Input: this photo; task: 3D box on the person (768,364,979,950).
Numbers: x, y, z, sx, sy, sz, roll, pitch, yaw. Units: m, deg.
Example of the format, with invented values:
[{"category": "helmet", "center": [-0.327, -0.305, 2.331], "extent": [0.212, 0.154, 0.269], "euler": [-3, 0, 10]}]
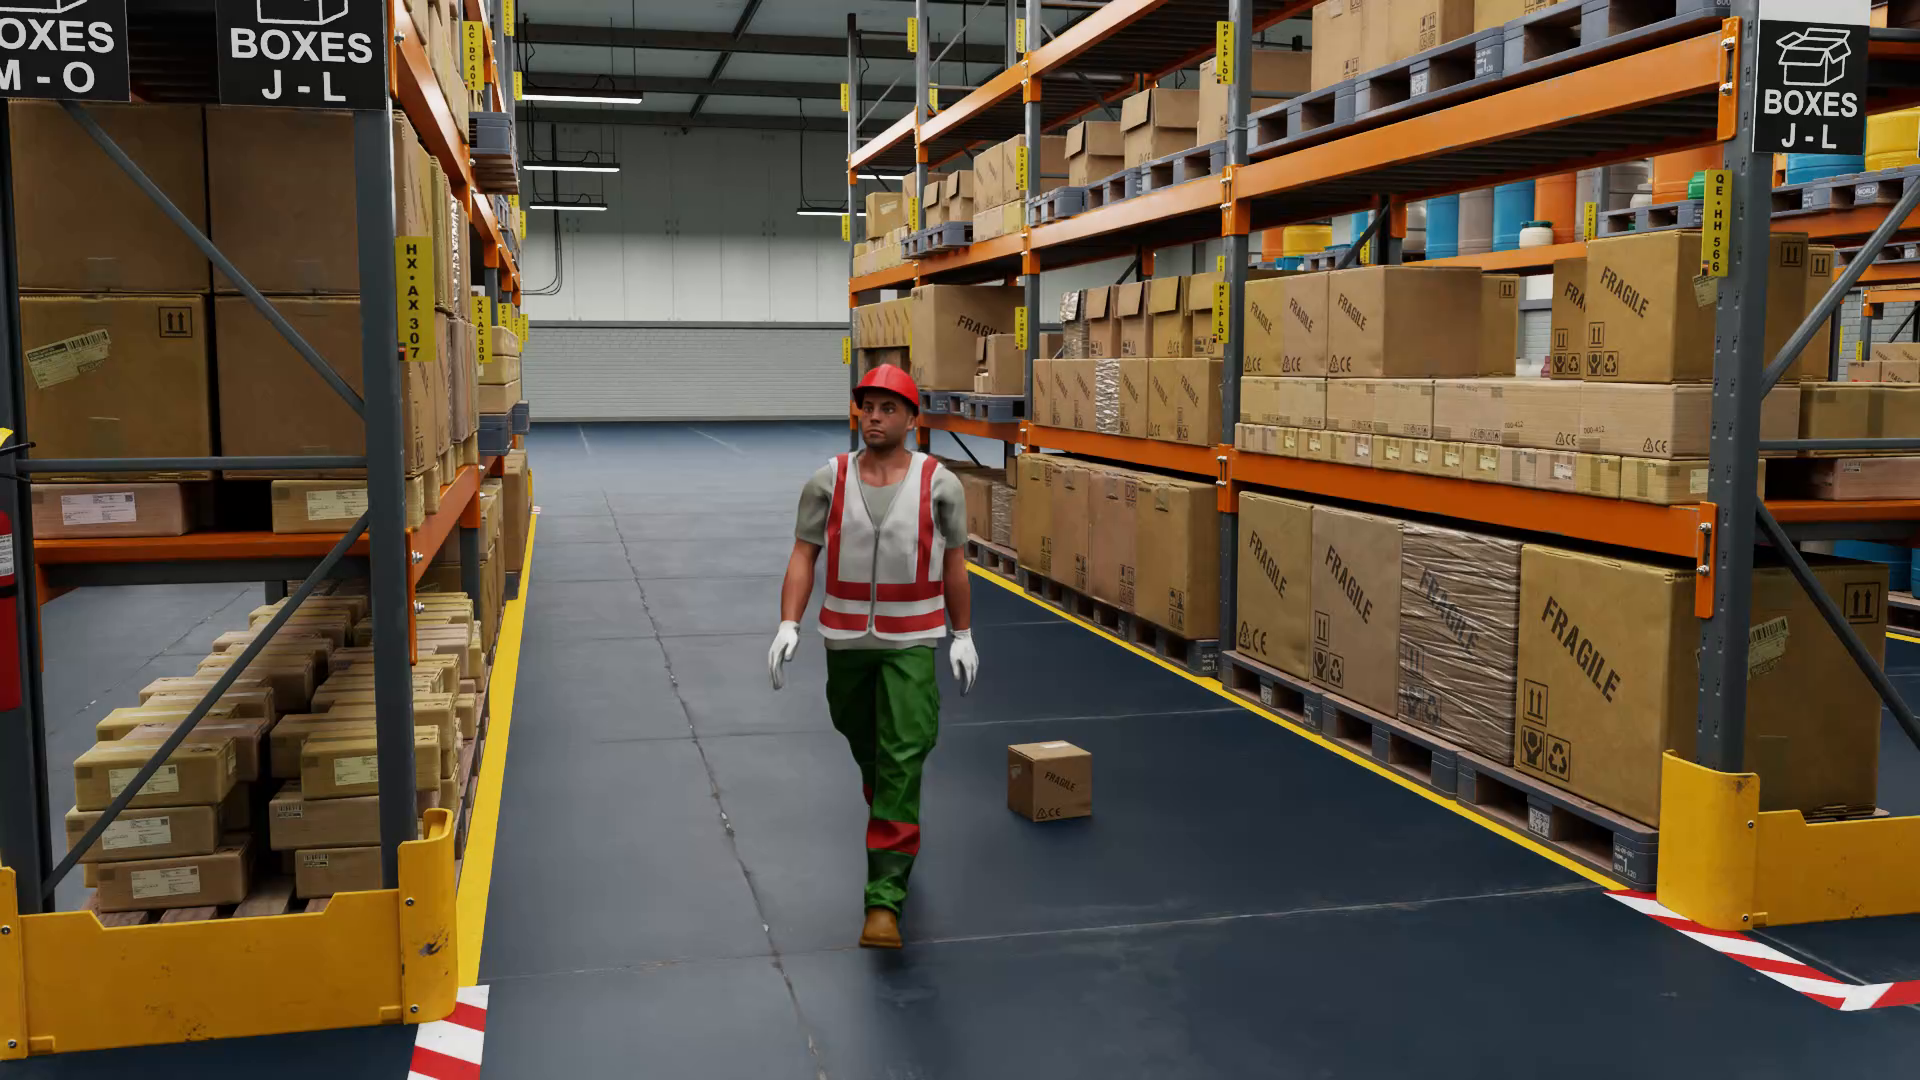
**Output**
[{"category": "person", "center": [-0.275, 0.321, 5.223], "extent": [0.605, 1.739, 1.050], "euler": [1, 6, 10]}]
